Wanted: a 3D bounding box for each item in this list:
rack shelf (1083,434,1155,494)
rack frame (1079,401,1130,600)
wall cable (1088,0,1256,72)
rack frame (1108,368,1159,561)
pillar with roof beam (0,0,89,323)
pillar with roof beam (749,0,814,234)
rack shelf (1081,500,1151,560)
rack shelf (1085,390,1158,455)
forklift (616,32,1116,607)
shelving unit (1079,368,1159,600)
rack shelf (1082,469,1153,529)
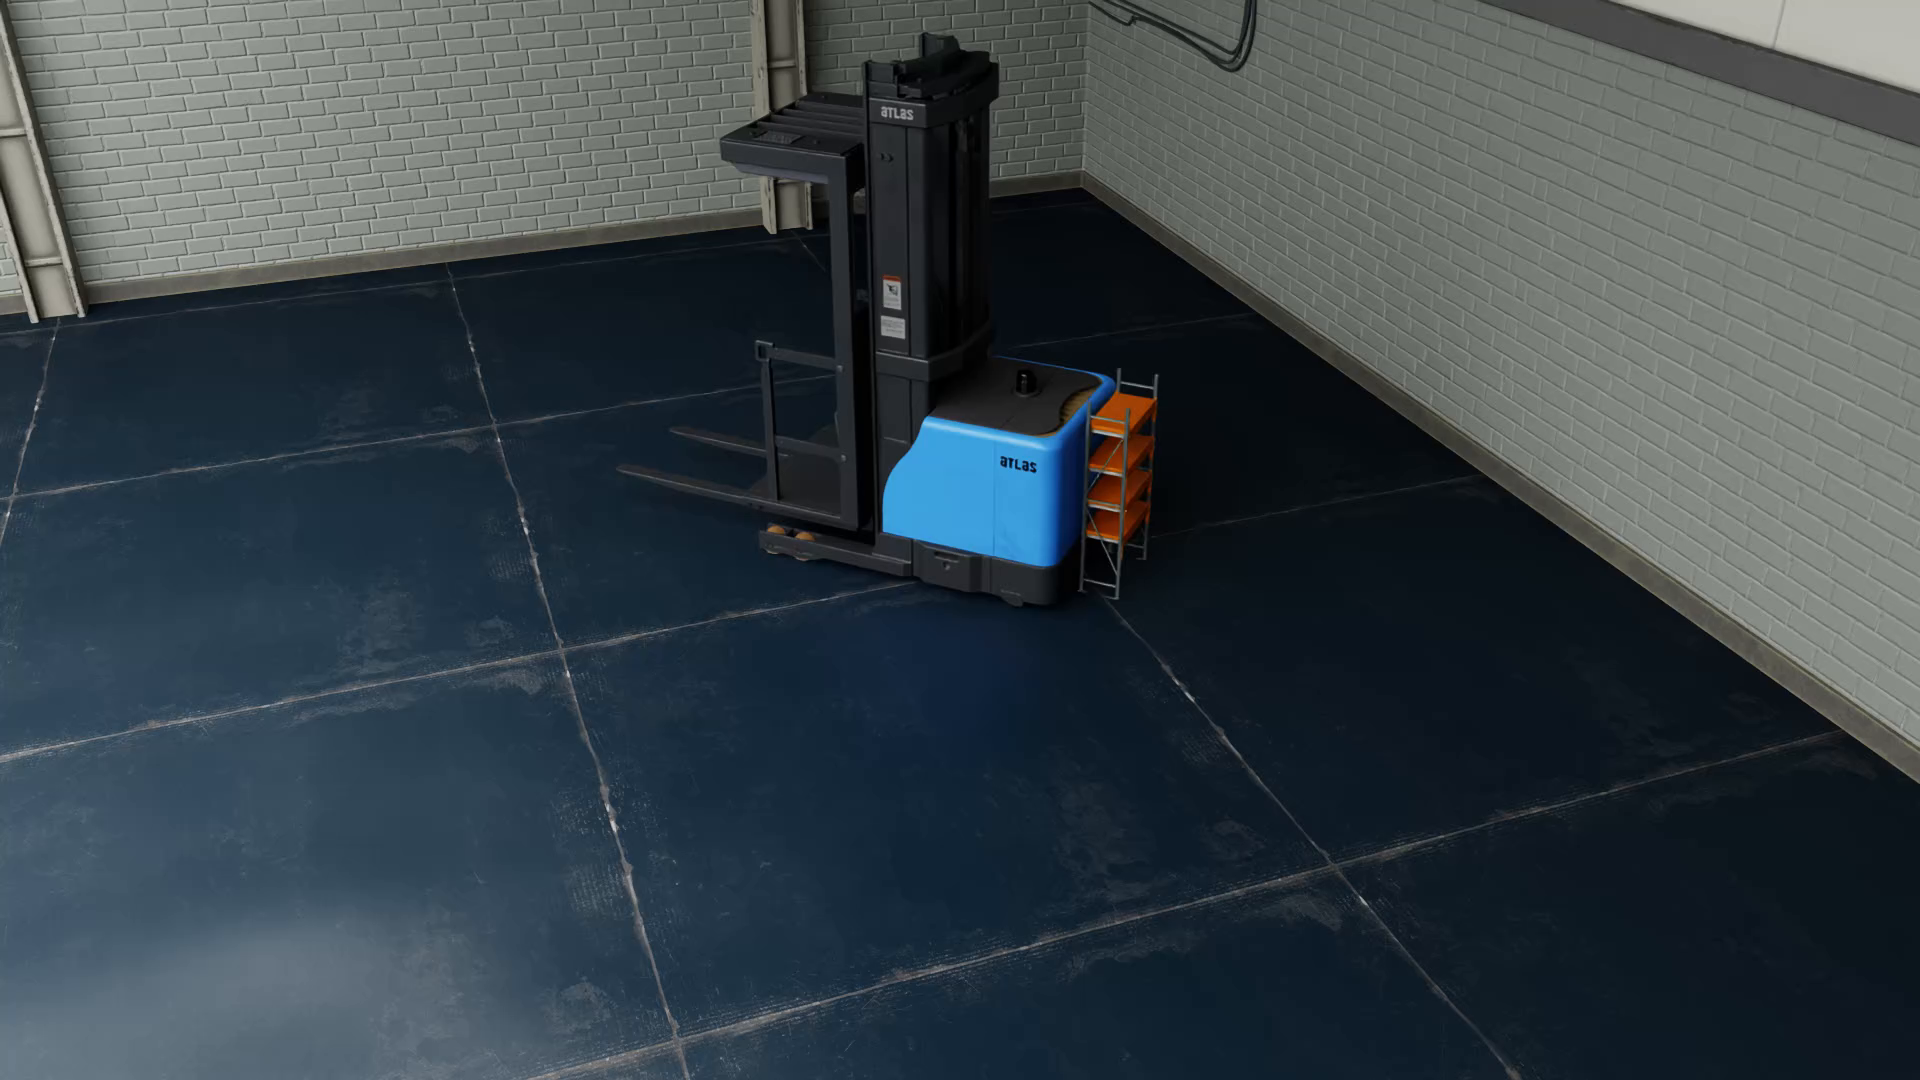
[{"bbox_3d":[0.900,-0.450,9.361,0.258,0.148,0.480,13,32,21],"label":"rack shelf"},{"bbox_3d":[0.799,-0.204,9.245,0.240,1.200,0.015,13,32,21],"label":"rack frame"},{"bbox_3d":[1.659,-5.306,13.459,0.112,2.526,3.097,-10,31,-18],"label":"wall cable"},{"bbox_3d":[0.999,-0.424,9.632,0.240,1.200,0.015,13,32,21],"label":"rack frame"},{"bbox_3d":[-5.686,-3.727,7.551,0.400,9.000,9.100,-10,31,-18],"label":"pillar with roof beam"},{"bbox_3d":[-0.062,-4.762,9.369,0.400,9.000,9.100,-10,31,-18],"label":"pillar with roof beam"},{"bbox_3d":[0.899,-0.083,9.571,0.258,0.148,0.480,13,32,21],"label":"rack shelf"},{"bbox_3d":[0.900,-0.655,9.244,0.258,0.148,0.480,13,32,21],"label":"rack shelf"},{"bbox_3d":[-0.646,-1.372,9.548,3.031,2.935,1.130,13,32,21],"label":"forklift"},{"bbox_3d":[0.899,-0.314,9.439,0.258,1.200,0.503,13,32,21],"label":"shelving unit"},{"bbox_3d":[0.899,-0.255,9.472,0.258,0.148,0.480,13,32,21],"label":"rack shelf"}]
